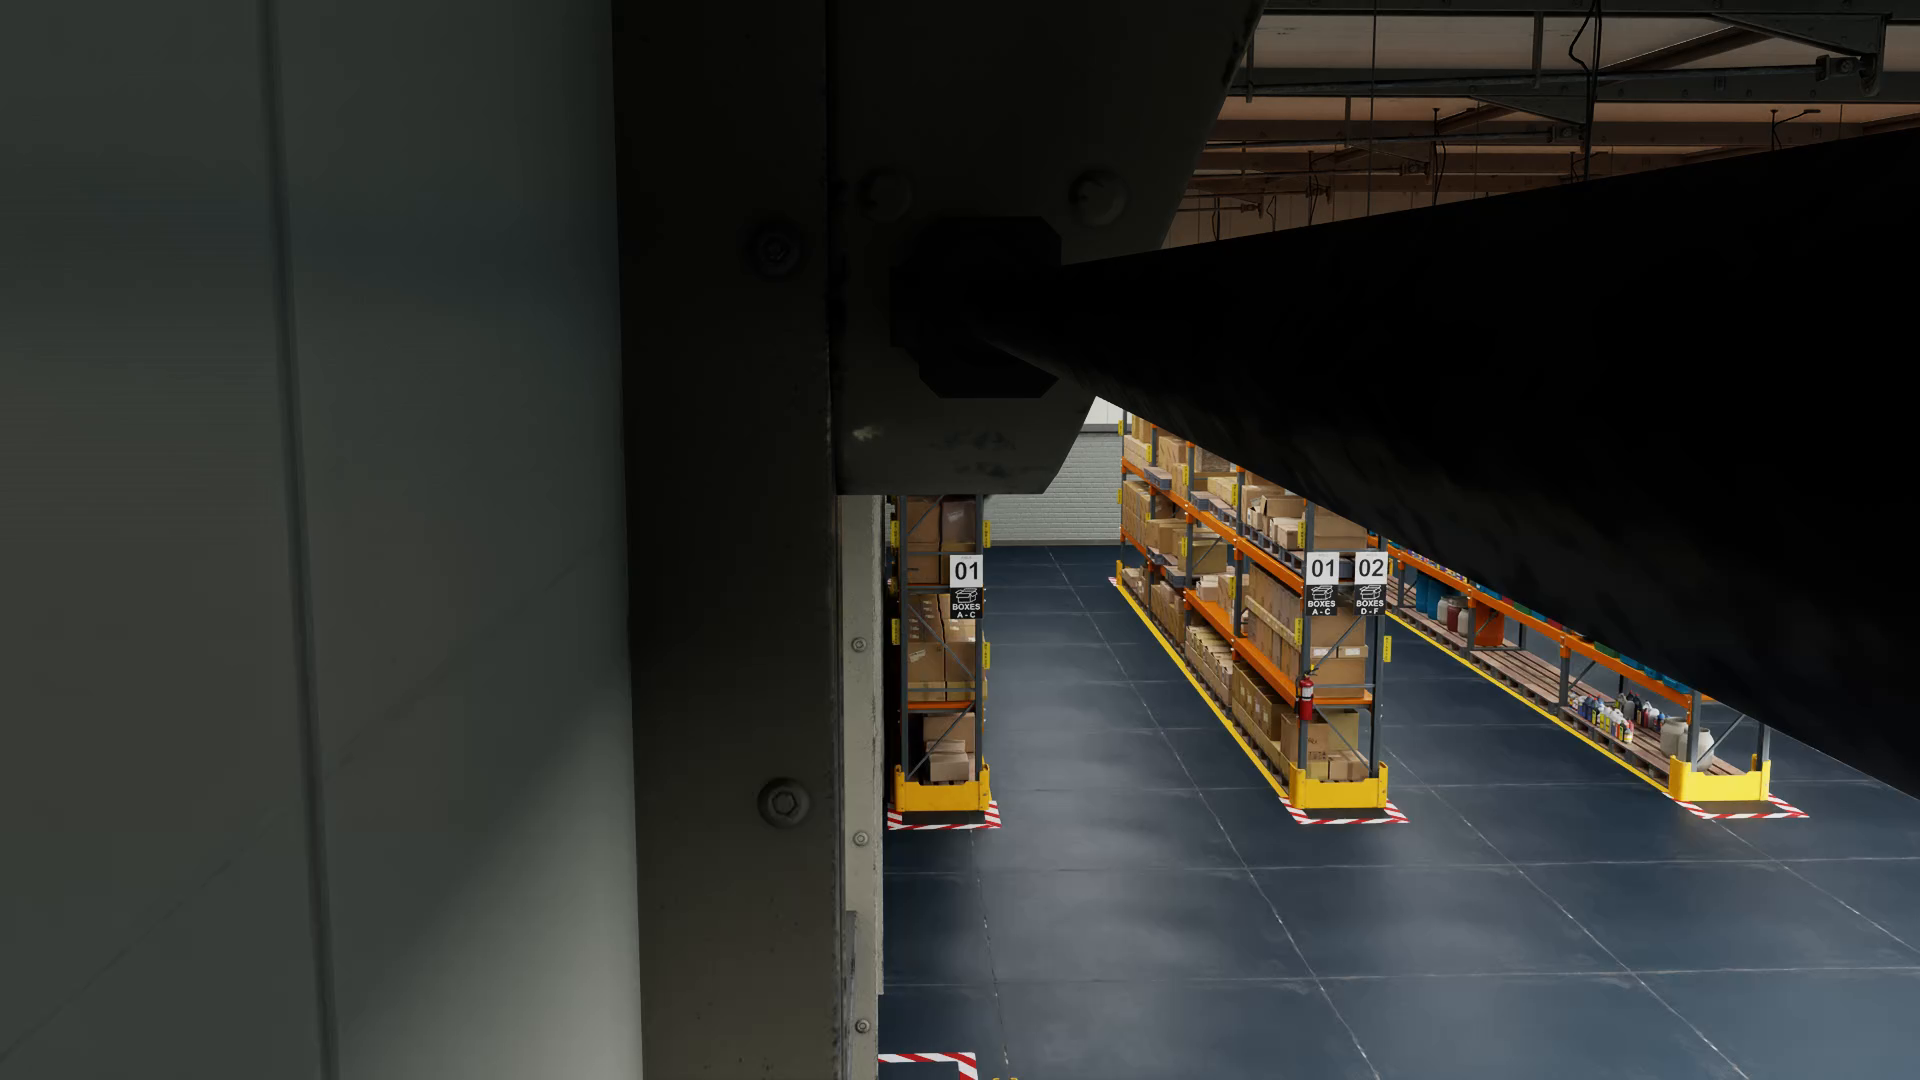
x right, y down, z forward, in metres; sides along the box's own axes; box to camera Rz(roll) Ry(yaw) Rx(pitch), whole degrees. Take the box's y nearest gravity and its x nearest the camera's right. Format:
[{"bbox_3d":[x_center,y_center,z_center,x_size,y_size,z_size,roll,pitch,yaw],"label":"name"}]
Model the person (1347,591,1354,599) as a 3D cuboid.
[{"bbox_3d":[7.568,0.813,31.495,0.695,1.797,0.991,1,9,9],"label":"person"}]
